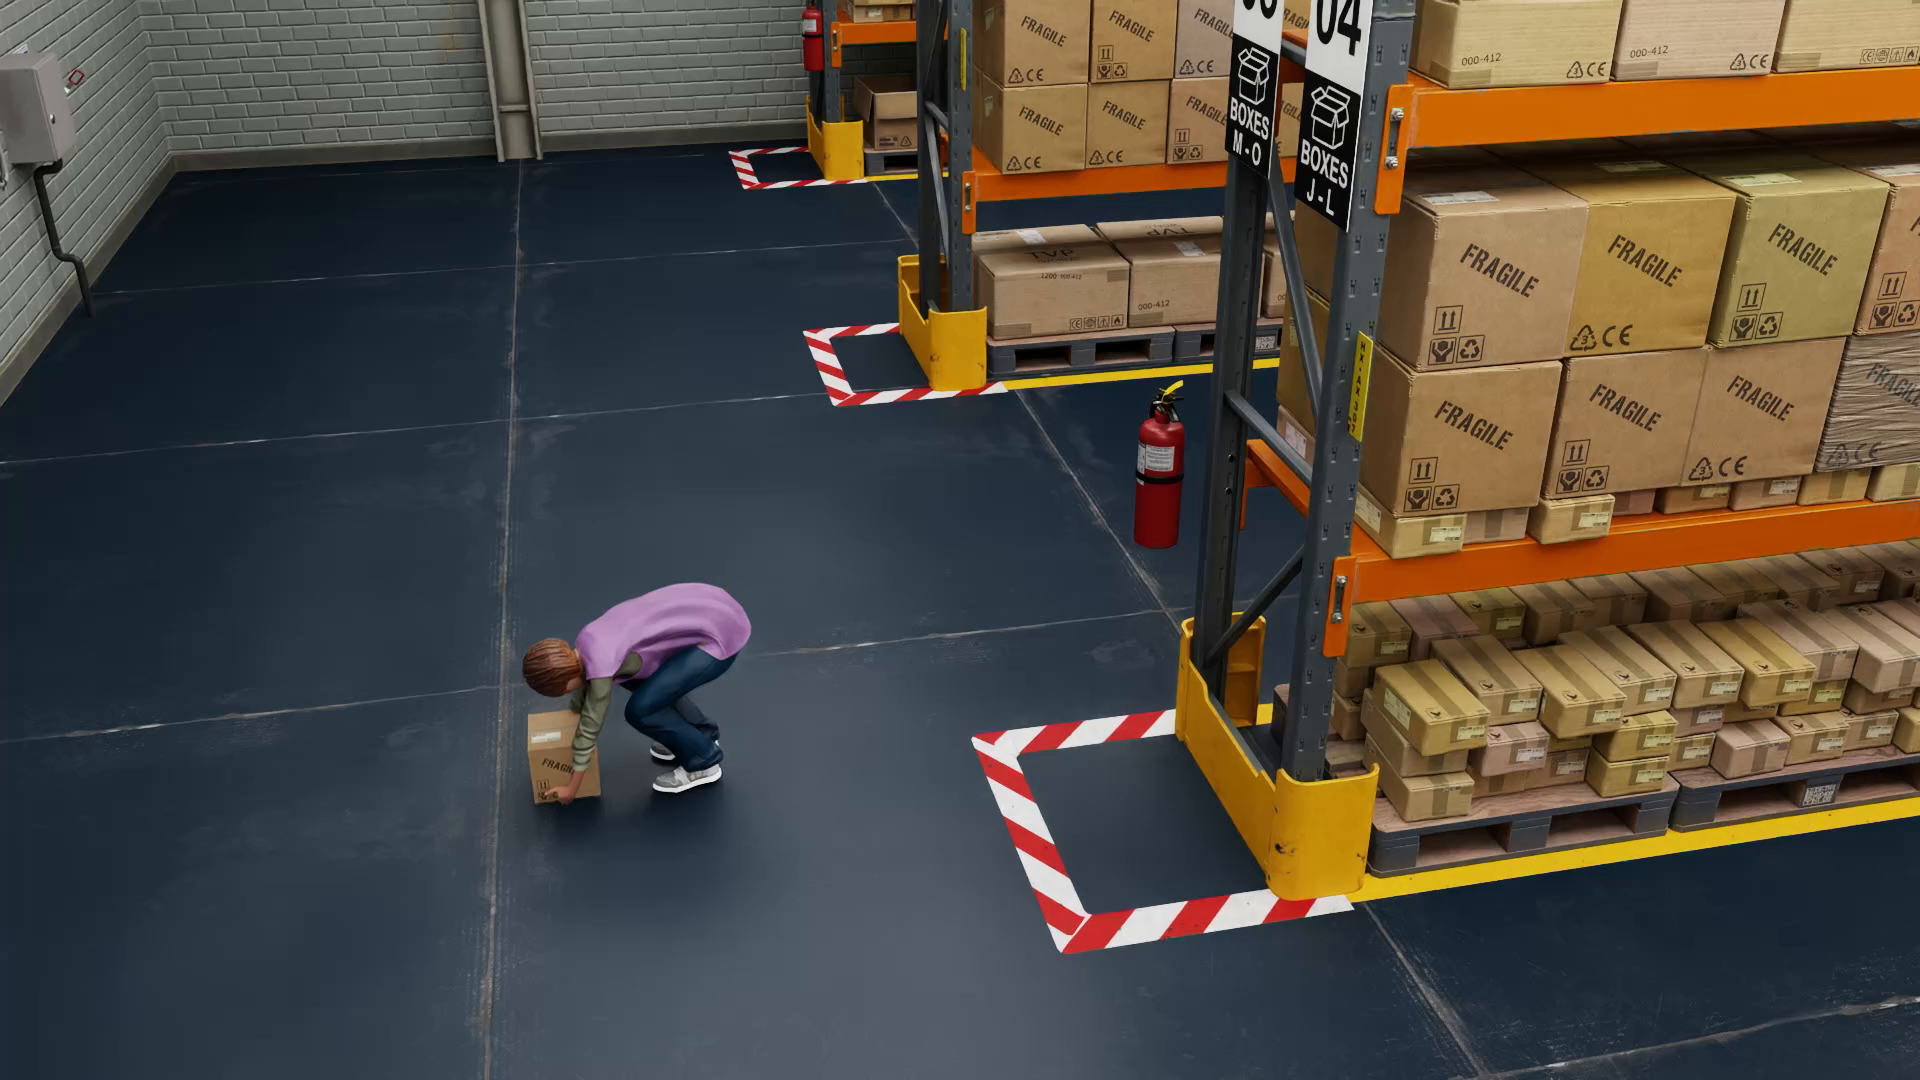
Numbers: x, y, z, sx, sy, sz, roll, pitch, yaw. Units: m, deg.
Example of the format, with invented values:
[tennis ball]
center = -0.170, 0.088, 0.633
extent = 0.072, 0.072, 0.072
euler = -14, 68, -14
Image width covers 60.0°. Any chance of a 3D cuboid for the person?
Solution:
[person]
center = -1.221, 0.579, 6.393
extent = 0.864, 0.807, 0.432
euler = -7, 28, -14
